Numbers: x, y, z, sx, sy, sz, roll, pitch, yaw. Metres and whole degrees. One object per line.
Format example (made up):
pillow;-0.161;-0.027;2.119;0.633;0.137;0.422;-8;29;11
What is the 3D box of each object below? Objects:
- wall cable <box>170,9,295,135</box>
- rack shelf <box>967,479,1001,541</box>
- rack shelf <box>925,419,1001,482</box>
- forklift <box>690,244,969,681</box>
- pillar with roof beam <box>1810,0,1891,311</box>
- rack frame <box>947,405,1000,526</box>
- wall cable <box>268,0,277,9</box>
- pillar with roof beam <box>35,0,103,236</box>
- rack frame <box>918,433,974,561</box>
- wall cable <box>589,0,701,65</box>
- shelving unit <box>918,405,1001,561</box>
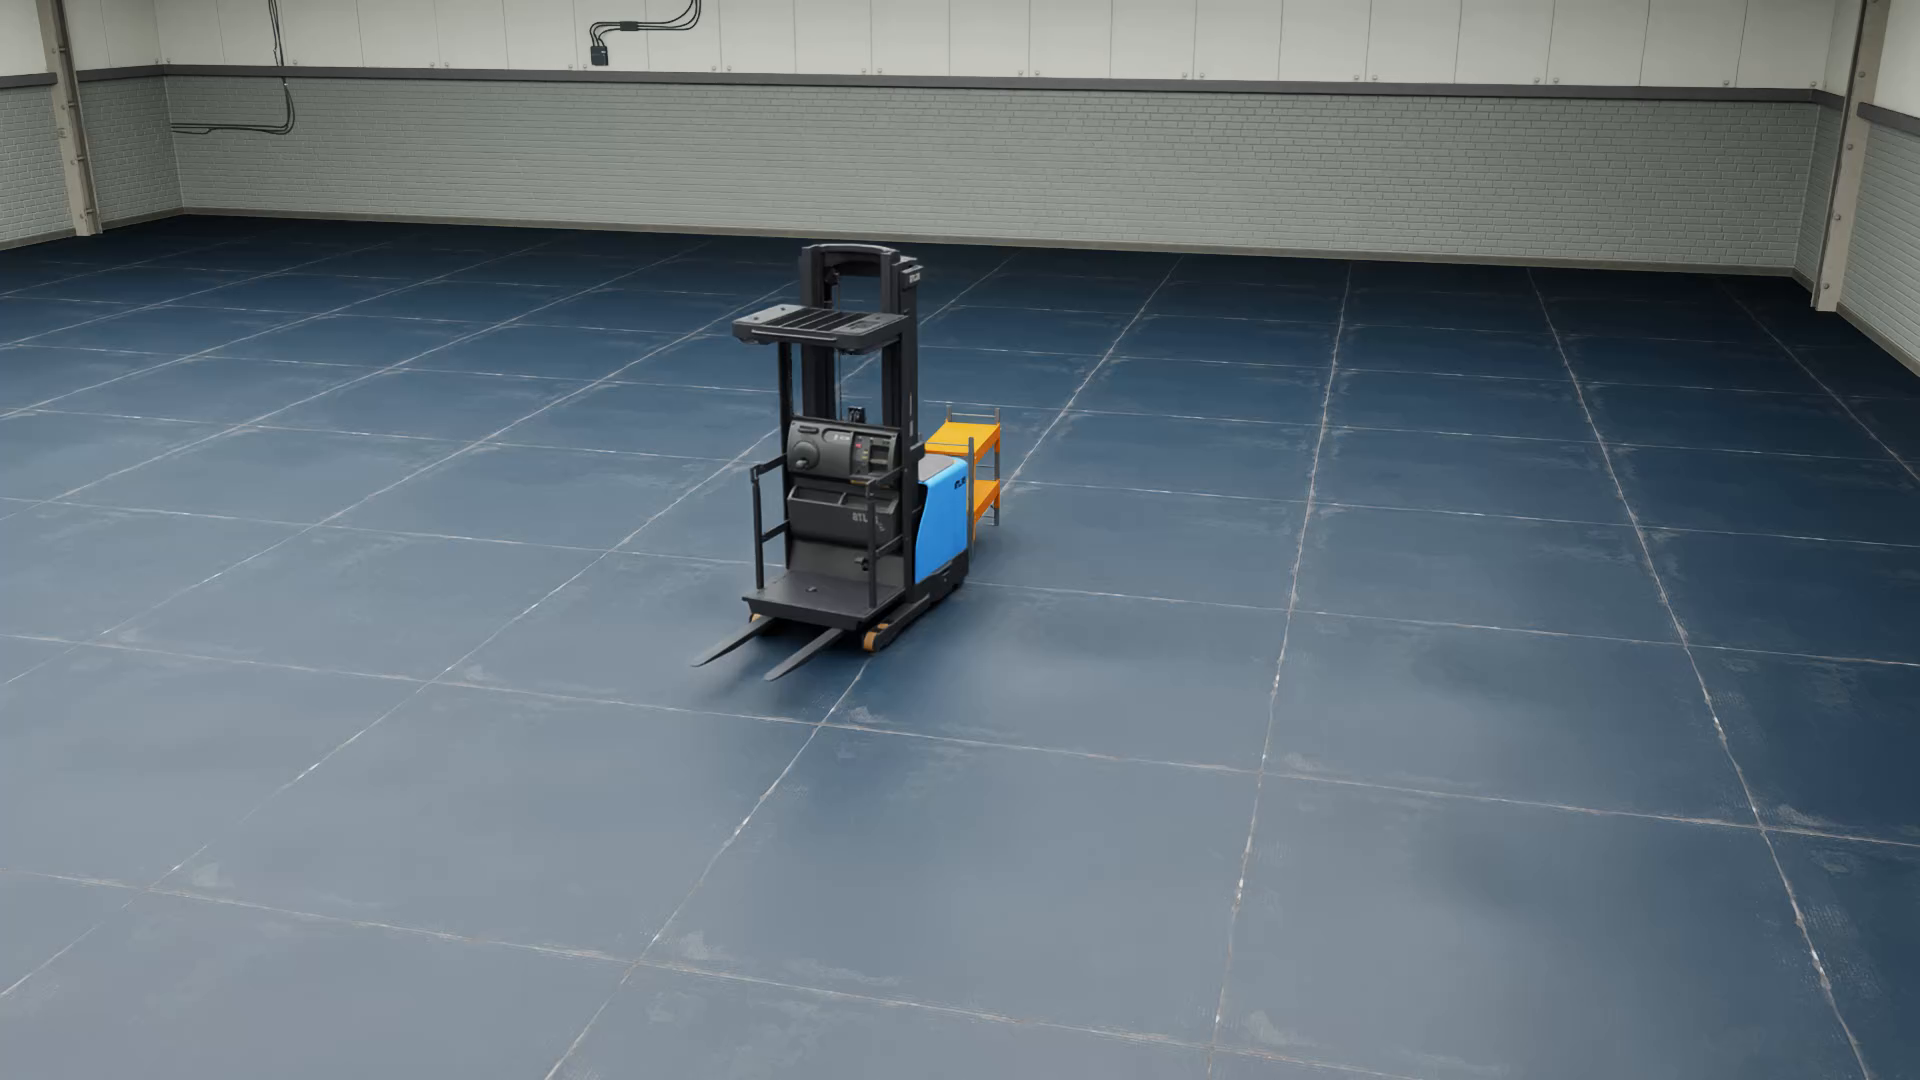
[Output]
wall cable;-15.230;-9.659;34.347;3.097;2.526;0.112;5;19;13
rack shelf;-0.002;-0.299;15.079;0.538;0.278;1.000;5;19;13
rack shelf;-0.002;-0.807;14.905;0.538;0.278;1.000;5;19;13
forklift;-0.999;-0.683;12.652;1.130;2.935;3.031;8;21;23
pillar with roof beam;9.139;-8.161;25.160;9.100;9.000;0.400;5;19;13
rack frame;0.123;-0.690;15.466;0.500;1.125;0.032;5;19;13
wall cable;-12.607;-11.835;32.905;3.097;2.526;0.112;5;19;13
pillar with roof beam;-13.058;-9.969;30.452;9.100;9.000;0.400;5;19;13
rack frame;-0.126;-0.371;14.533;0.500;1.125;0.032;5;19;13
wall cable;-6.028;-11.983;31.086;2.305;6.003;0.169;5;19;13
shelving unit;-0.002;-0.530;15.000;0.538;1.125;1.048;5;19;13
